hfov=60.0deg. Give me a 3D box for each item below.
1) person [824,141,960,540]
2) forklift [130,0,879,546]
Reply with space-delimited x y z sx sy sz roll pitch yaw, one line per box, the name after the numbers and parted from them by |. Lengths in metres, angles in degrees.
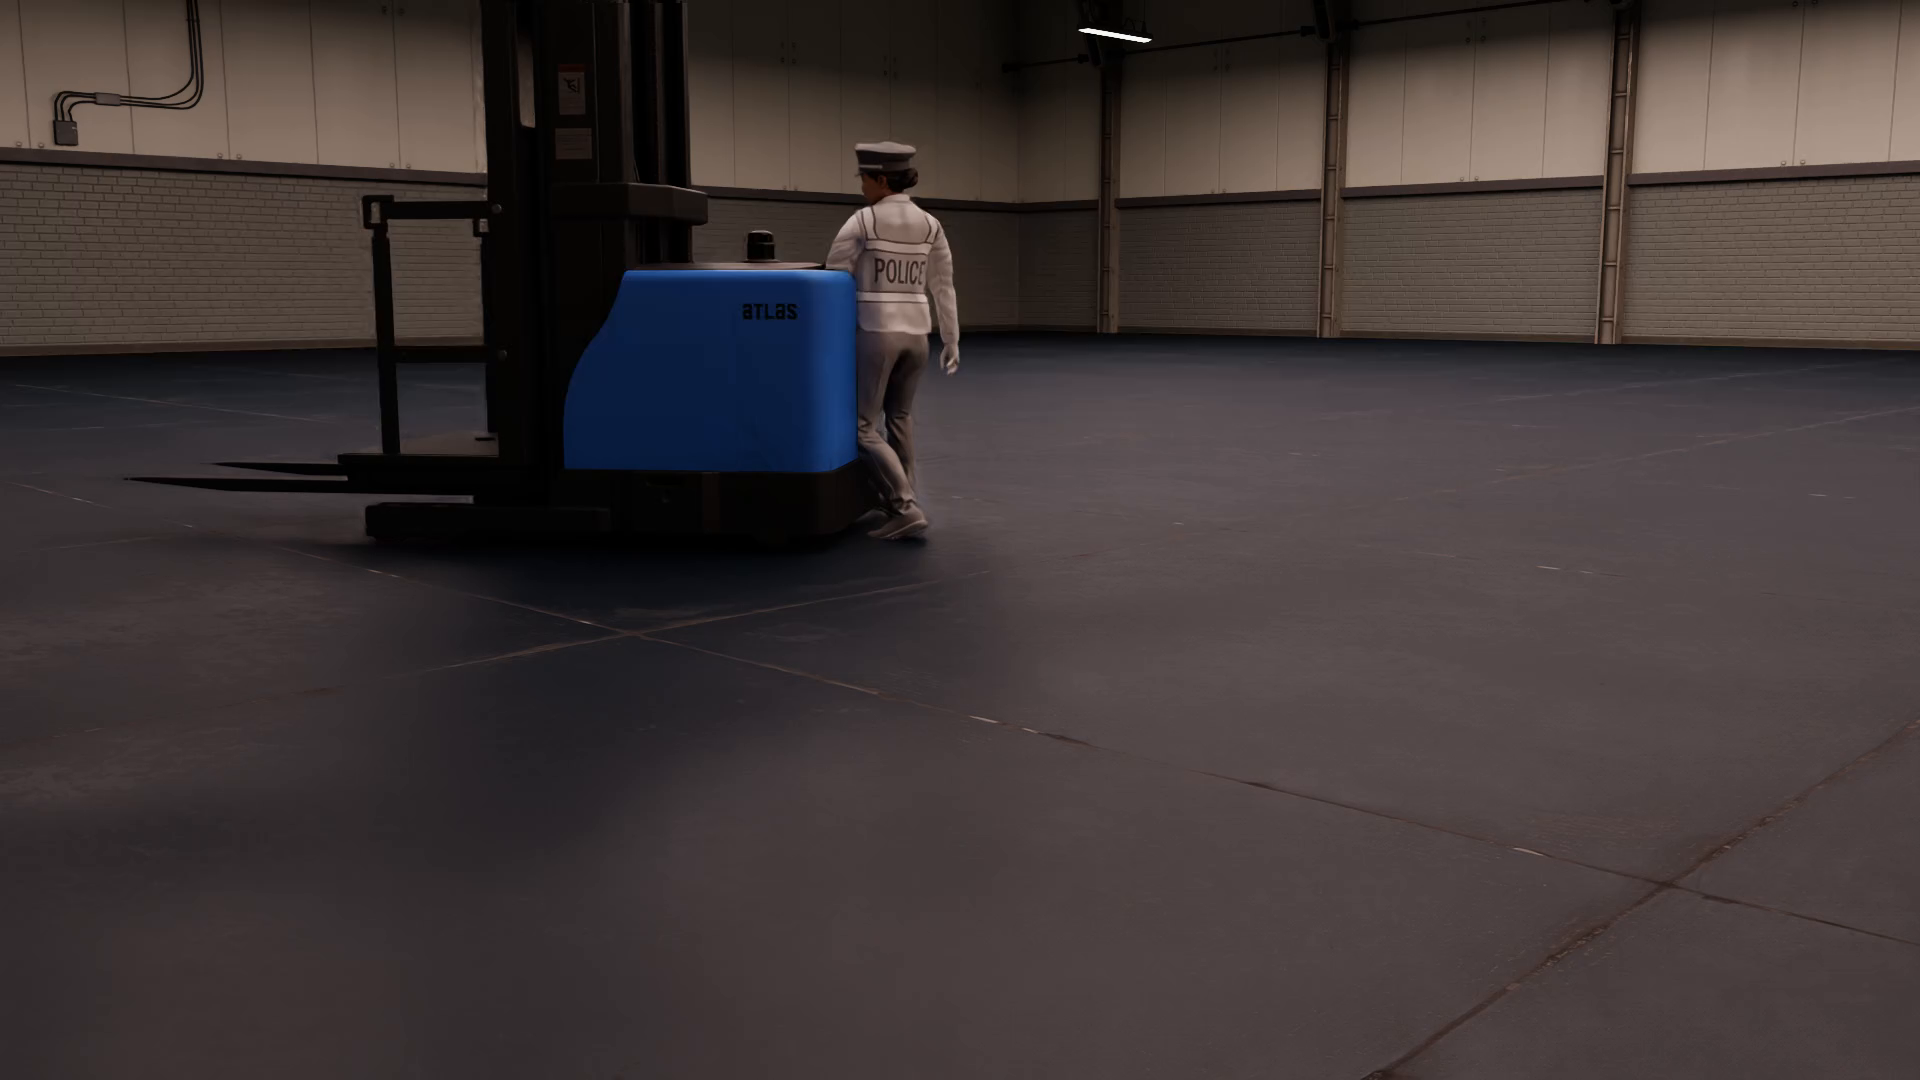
-0.298 -0.818 6.961 0.614 1.612 0.785 -6 11 -36 | person
-1.912 -1.502 6.849 3.031 2.935 1.130 1 9 8 | forklift
